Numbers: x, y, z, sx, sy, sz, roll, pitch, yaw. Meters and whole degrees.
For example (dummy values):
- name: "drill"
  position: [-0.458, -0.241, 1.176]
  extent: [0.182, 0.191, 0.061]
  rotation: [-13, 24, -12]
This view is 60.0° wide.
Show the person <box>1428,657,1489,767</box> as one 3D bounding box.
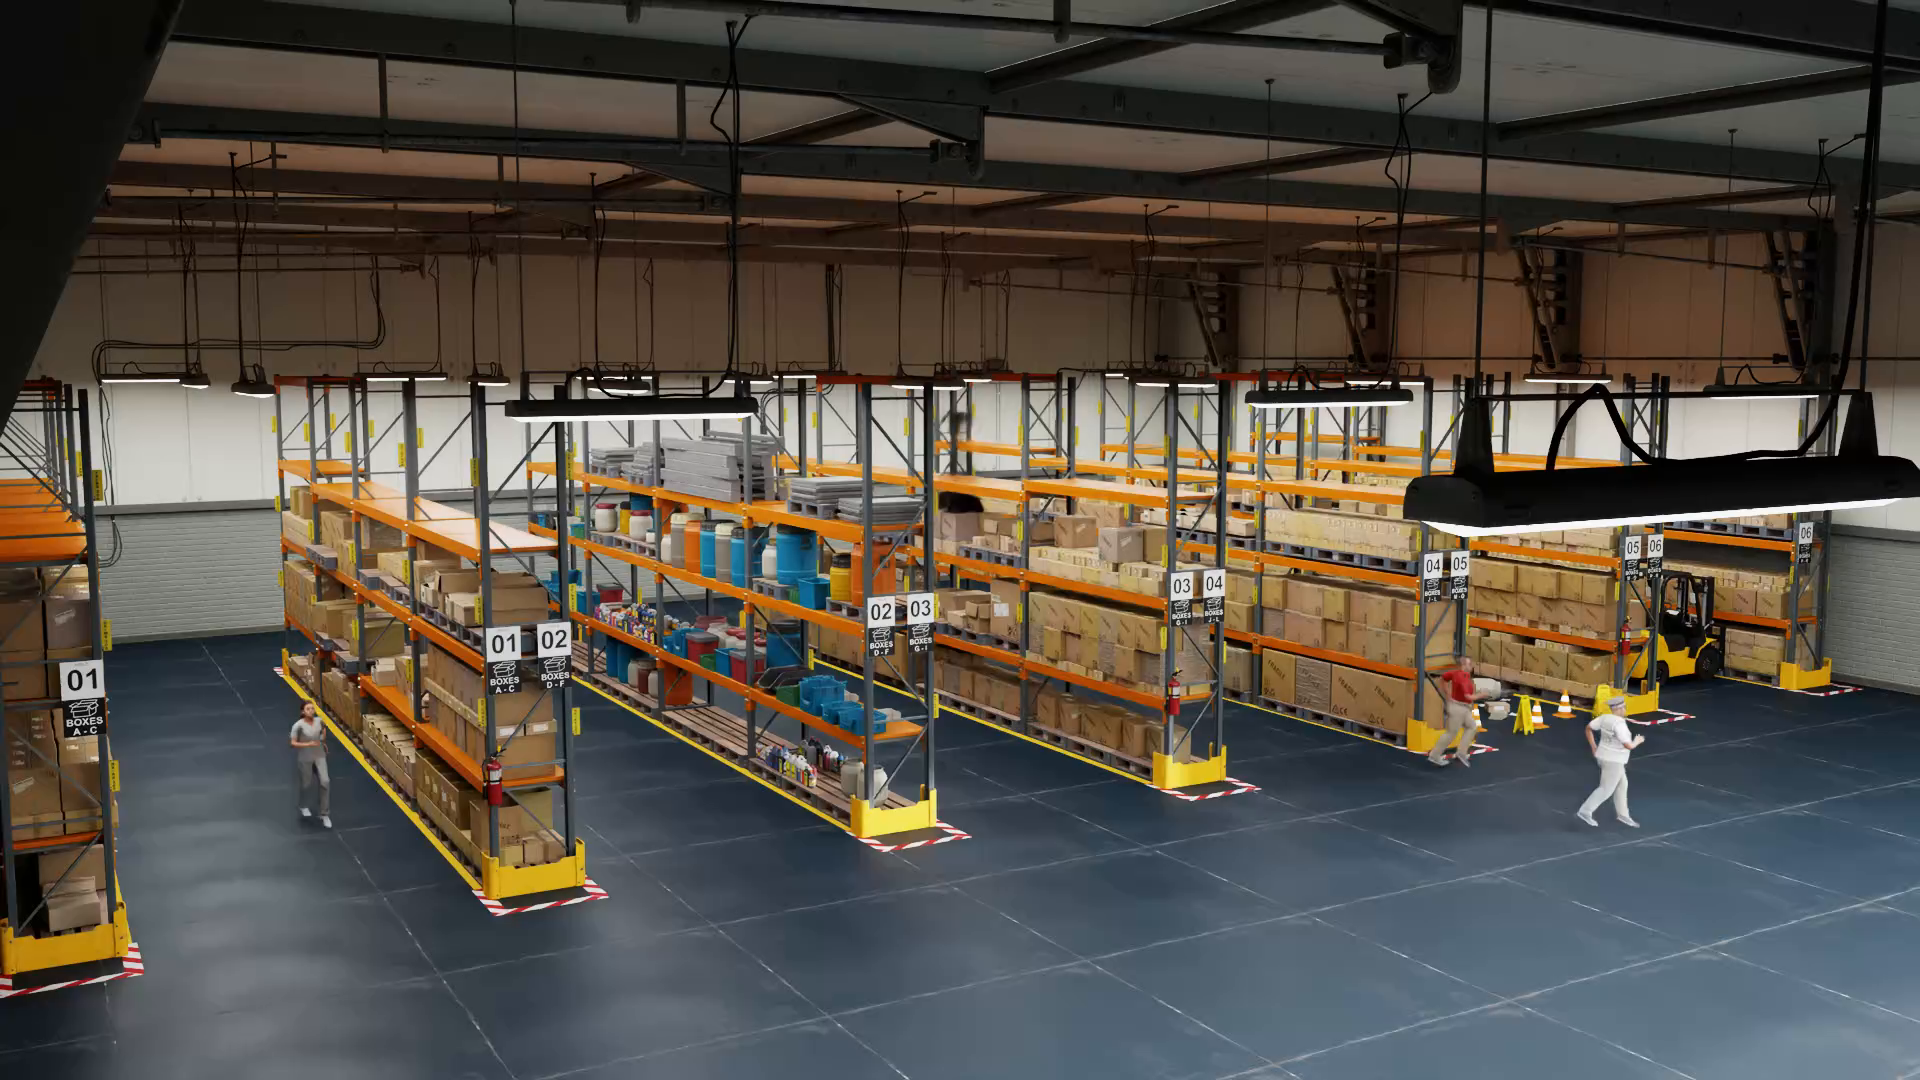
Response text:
- name: "person"
  position: [7.709, 2.675, 25.758]
  extent: [0.905, 1.770, 0.676]
  rotation: [1, 6, 6]

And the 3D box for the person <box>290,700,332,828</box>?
- name: "person"
  position: [-8.852, 3.019, 22.652]
  extent: [0.550, 1.717, 0.796]
  rotation: [-5, 8, -38]

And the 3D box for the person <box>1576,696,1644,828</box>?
- name: "person"
  position: [8.737, 2.995, 22.345]
  extent: [0.915, 1.816, 0.642]
  rotation: [0, 6, -2]
